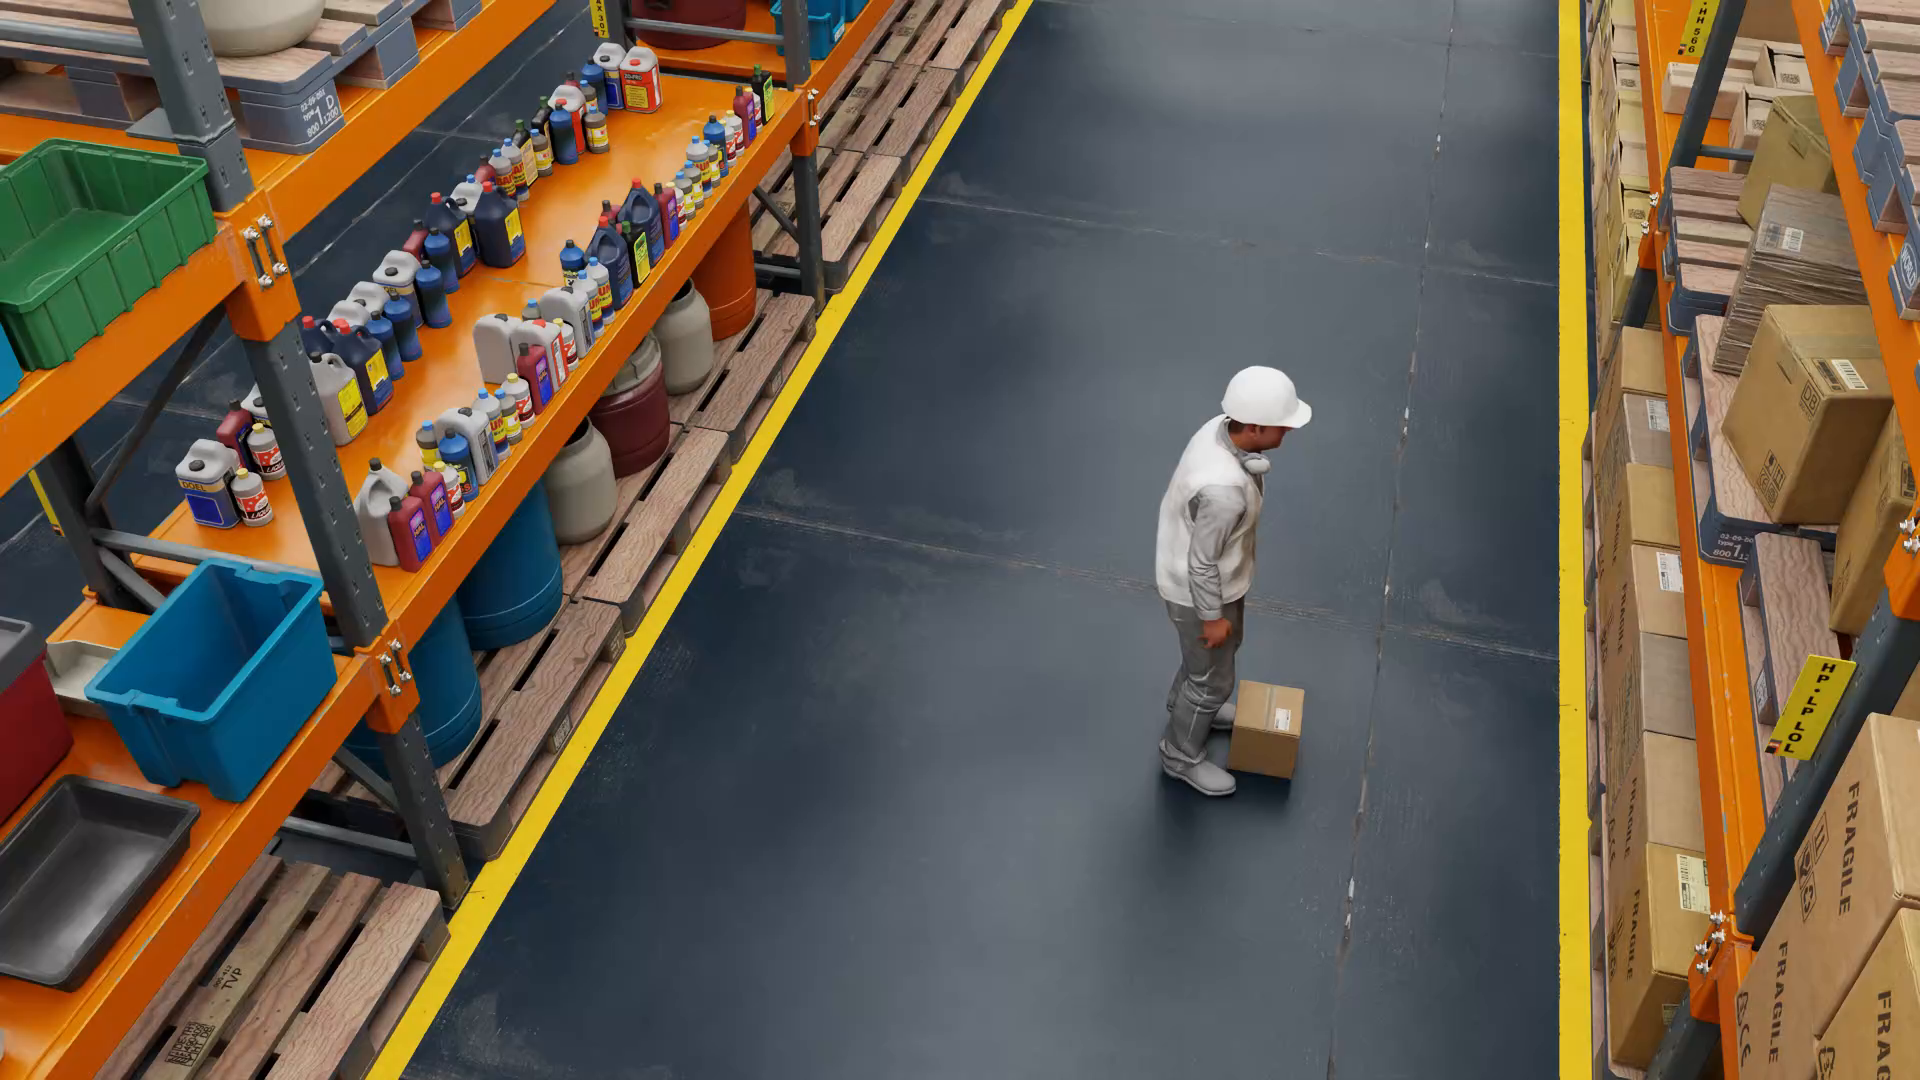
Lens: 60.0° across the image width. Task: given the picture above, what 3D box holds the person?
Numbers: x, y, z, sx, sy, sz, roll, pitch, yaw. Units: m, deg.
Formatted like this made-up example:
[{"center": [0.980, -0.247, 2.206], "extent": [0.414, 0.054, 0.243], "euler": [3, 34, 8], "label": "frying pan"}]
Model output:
[{"center": [0.929, 0.124, 5.994], "extent": [0.463, 1.770, 0.578], "euler": [10, 42, 11], "label": "person"}]
